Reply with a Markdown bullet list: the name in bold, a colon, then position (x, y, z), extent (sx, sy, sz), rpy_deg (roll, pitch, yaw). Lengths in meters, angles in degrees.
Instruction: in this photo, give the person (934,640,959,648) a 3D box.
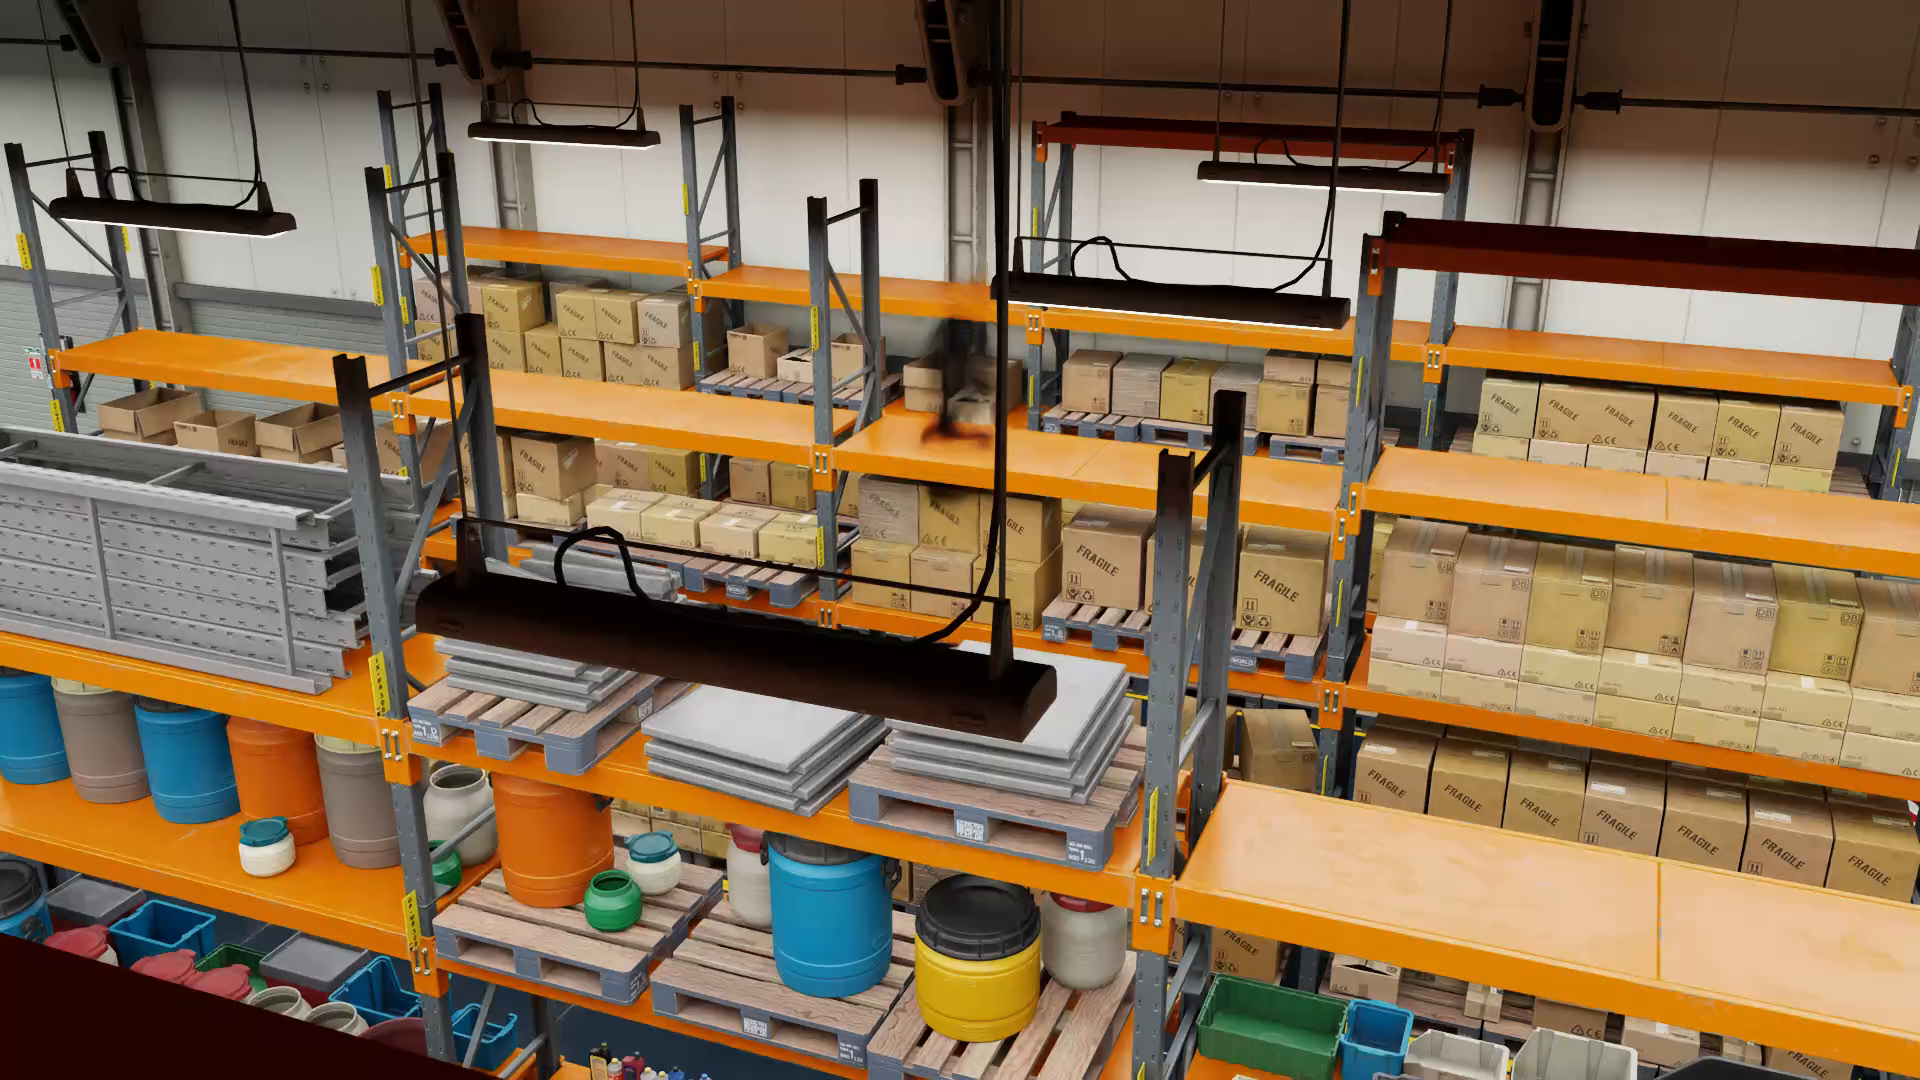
- **person**: position (-0.024, 1.177, 17.031), extent (0.576, 1.613, 0.587), rpy_deg (6, 22, 15)
